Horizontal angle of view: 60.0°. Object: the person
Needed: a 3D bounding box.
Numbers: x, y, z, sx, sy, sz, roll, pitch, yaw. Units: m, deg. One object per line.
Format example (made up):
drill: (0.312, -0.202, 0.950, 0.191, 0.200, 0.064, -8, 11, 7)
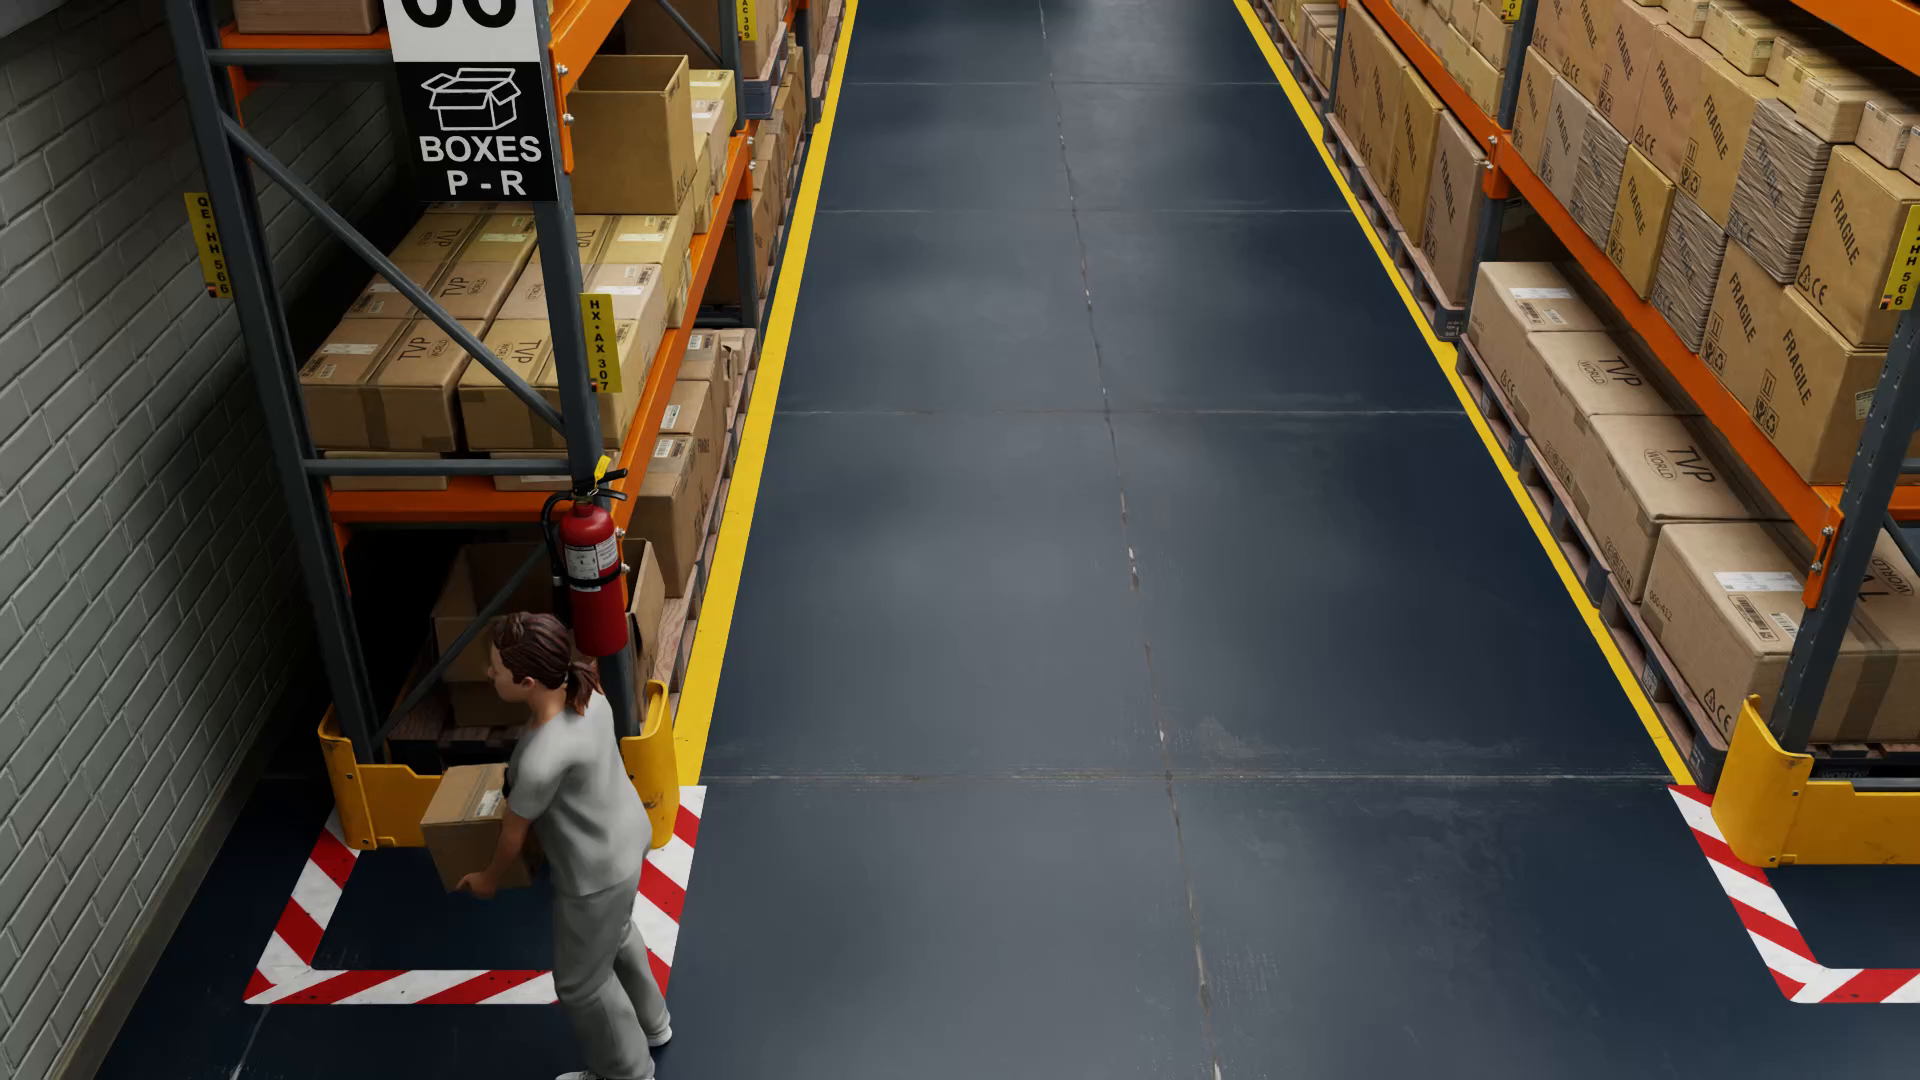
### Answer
person: (-1.132, 0.905, 4.686, 0.511, 1.662, 0.411, 2, 32, 3)
